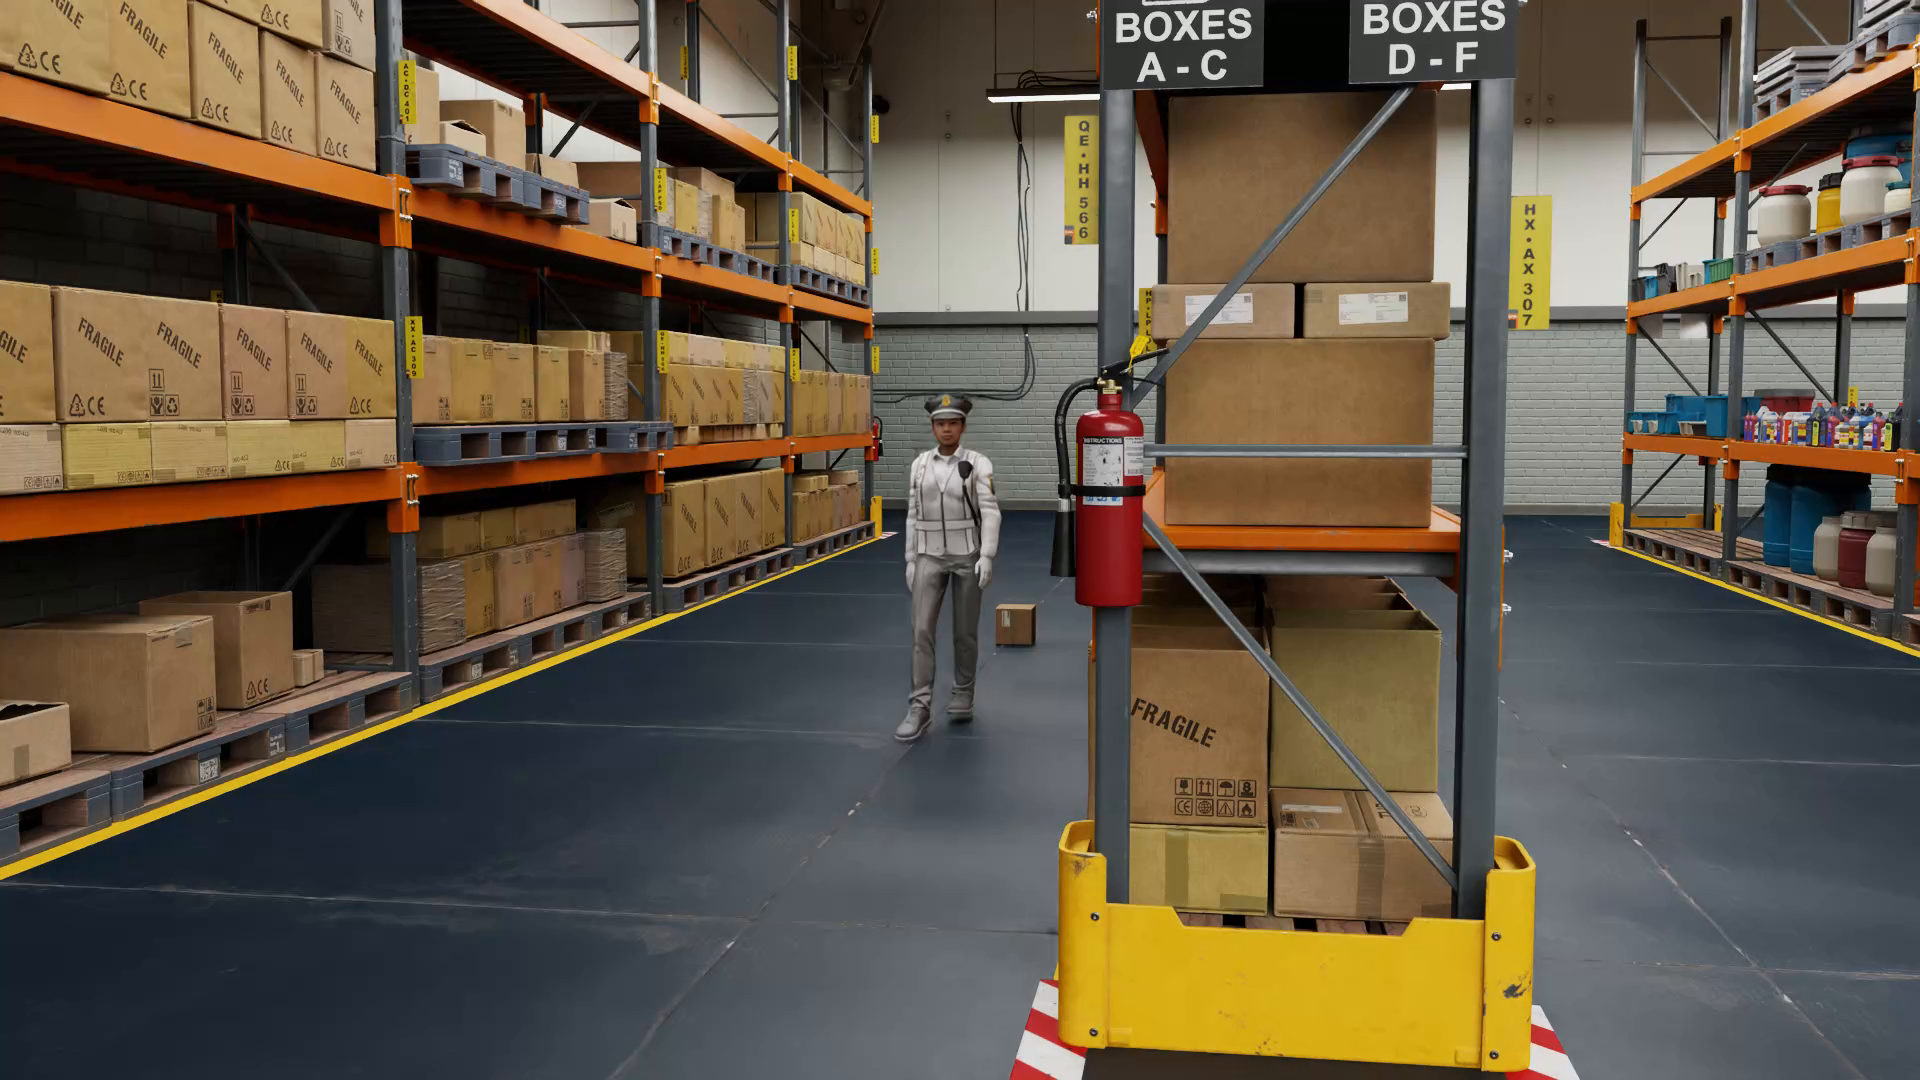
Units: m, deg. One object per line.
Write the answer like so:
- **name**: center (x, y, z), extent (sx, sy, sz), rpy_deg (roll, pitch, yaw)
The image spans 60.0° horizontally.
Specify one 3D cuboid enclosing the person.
- **person**: center (-0.057, 0.106, 8.315), extent (0.519, 1.671, 0.866), rpy_deg (1, 5, 9)
